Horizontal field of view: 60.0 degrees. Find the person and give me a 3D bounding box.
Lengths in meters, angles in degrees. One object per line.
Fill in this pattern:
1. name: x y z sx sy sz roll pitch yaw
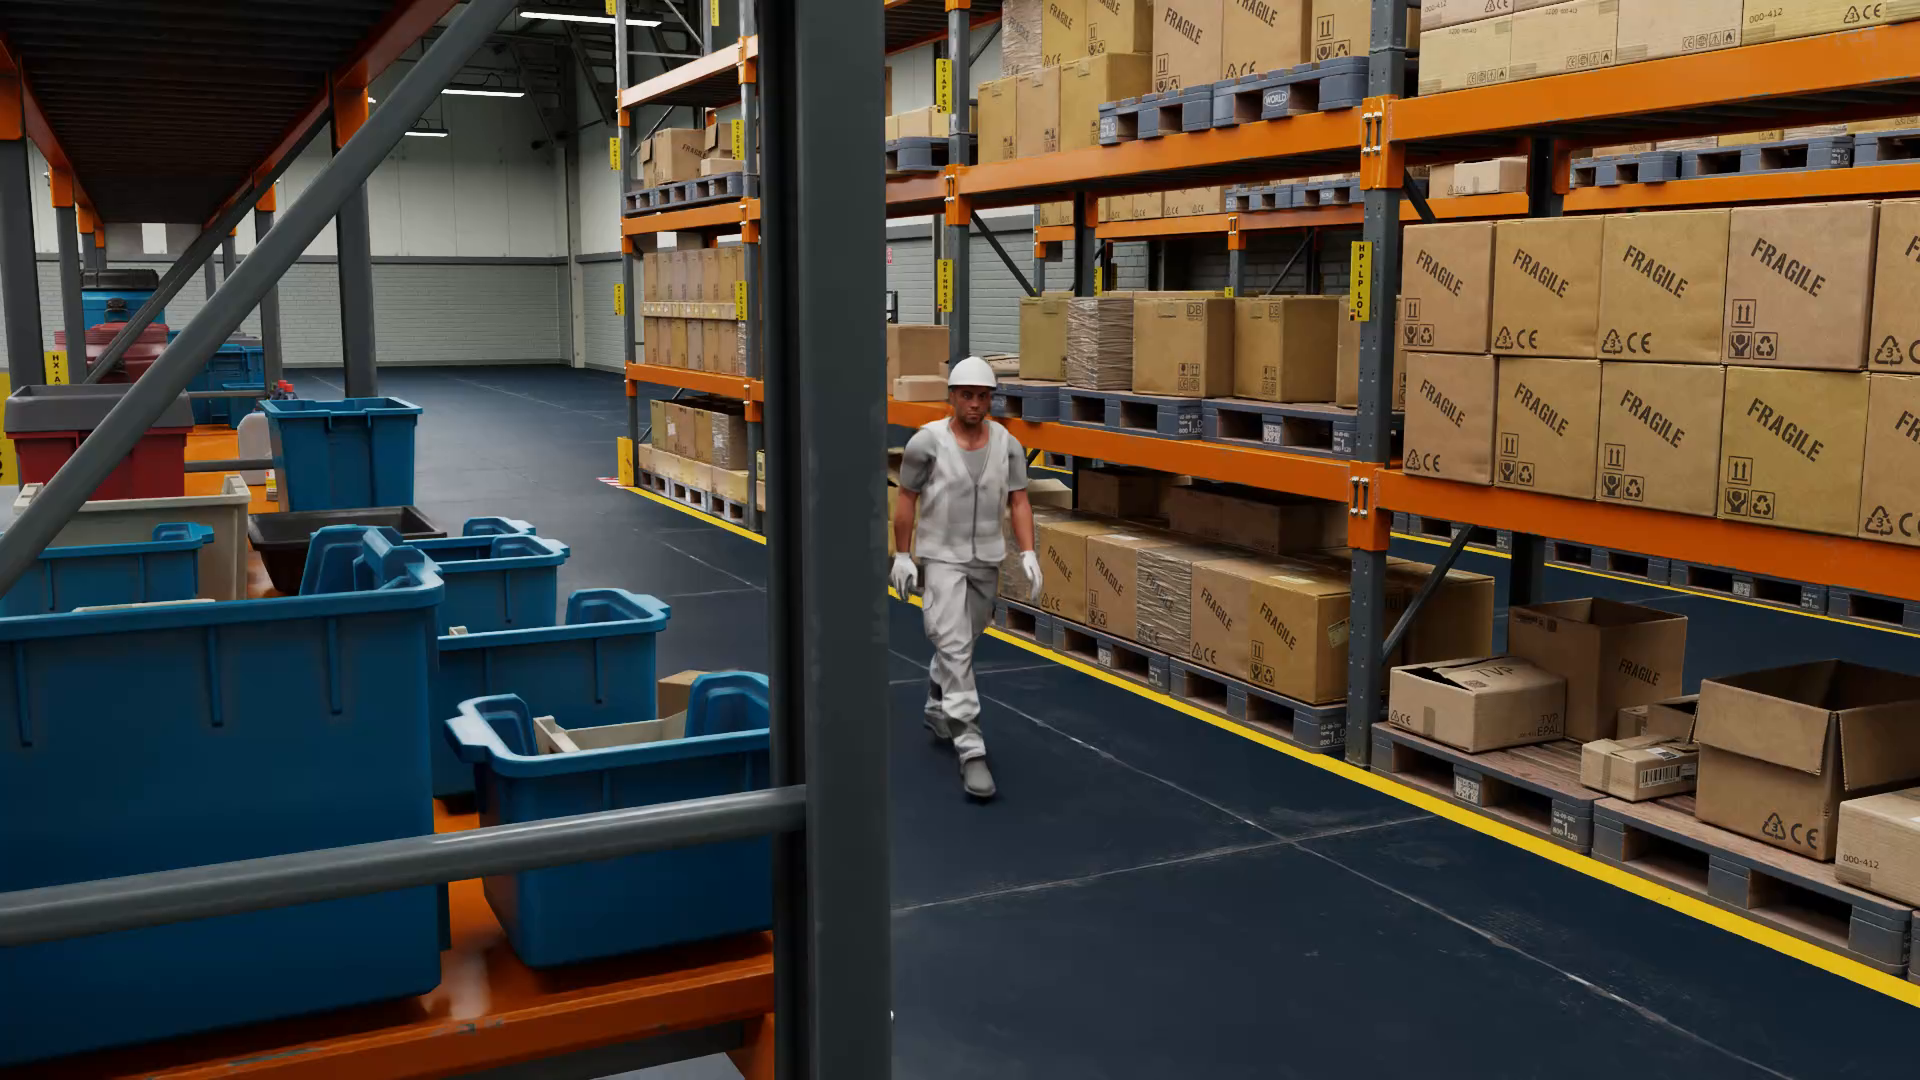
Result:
1. person: 0.031 0.097 7.055 0.559 1.745 1.010 -4 9 -25
